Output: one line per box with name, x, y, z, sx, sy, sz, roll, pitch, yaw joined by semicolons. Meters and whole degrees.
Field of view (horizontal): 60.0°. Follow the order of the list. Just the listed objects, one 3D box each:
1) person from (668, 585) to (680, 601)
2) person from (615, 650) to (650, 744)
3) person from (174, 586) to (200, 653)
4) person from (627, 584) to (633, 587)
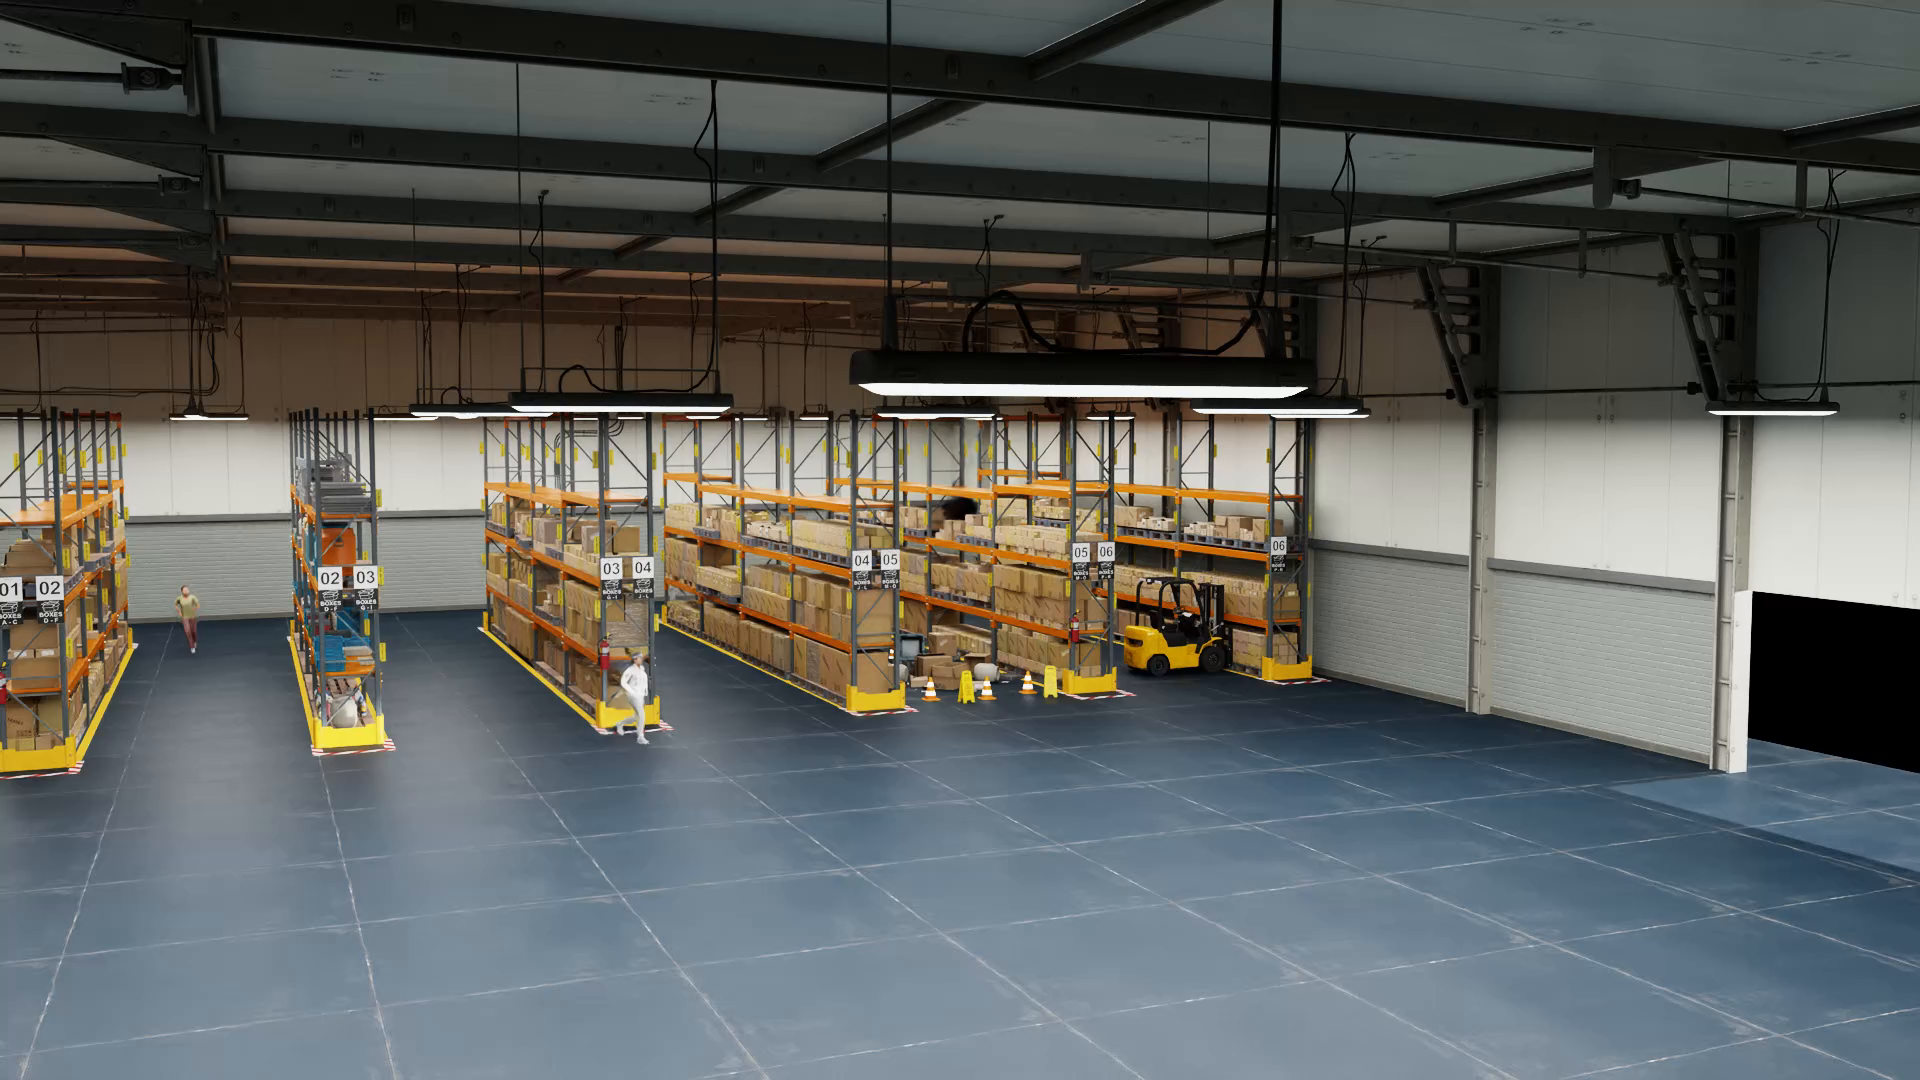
person;-8.379;1.417;49.315;0.652;1.722;0.704;0;4;3
person;-5.866;2.815;29.942;0.748;1.667;0.639;2;4;22
person;-19.391;1.978;41.747;0.589;1.667;0.867;-2;5;-29
person;-9.189;1.643;46.164;0.746;1.714;0.760;-1;4;-7
